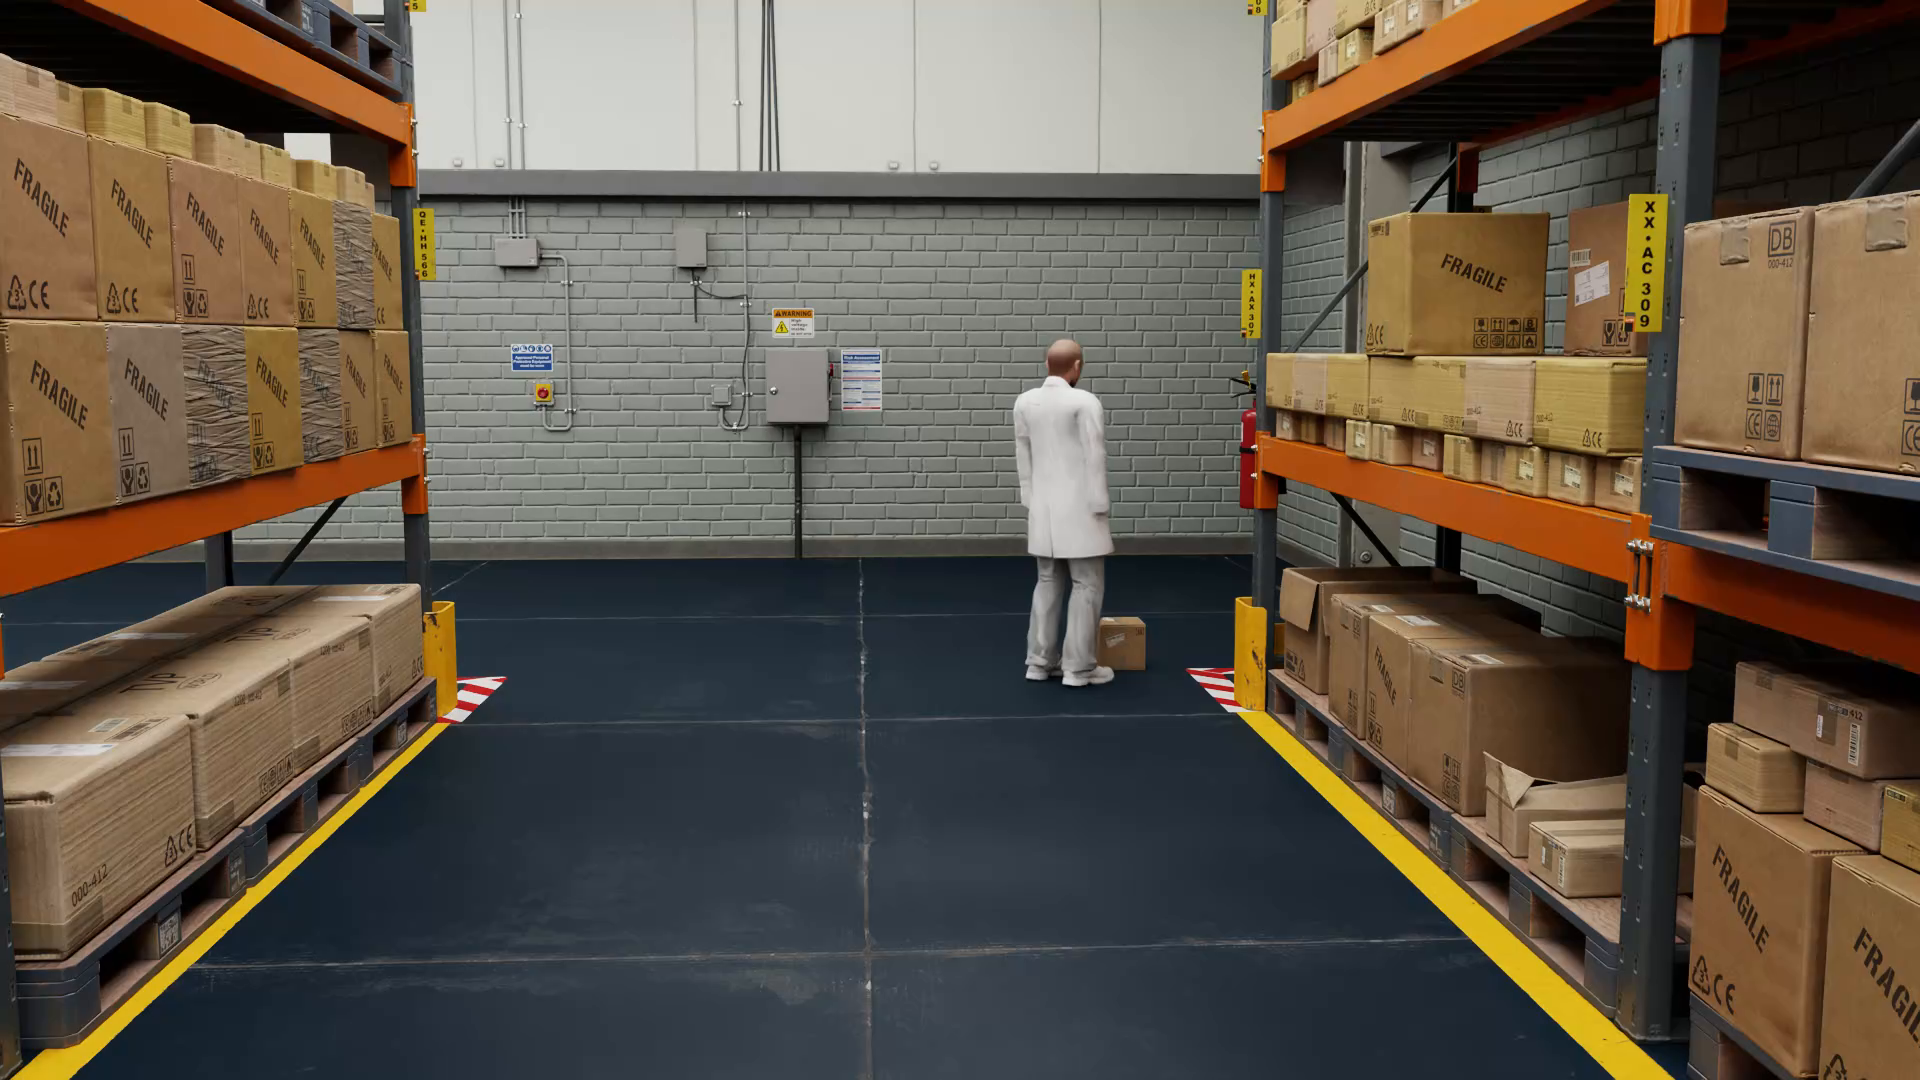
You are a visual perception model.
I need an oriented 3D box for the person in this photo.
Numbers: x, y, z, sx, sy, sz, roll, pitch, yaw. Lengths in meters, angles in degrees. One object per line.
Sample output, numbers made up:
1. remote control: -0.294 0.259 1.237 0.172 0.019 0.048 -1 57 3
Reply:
1. person: 0.544 -0.147 8.615 0.564 1.772 0.377 6 9 41
